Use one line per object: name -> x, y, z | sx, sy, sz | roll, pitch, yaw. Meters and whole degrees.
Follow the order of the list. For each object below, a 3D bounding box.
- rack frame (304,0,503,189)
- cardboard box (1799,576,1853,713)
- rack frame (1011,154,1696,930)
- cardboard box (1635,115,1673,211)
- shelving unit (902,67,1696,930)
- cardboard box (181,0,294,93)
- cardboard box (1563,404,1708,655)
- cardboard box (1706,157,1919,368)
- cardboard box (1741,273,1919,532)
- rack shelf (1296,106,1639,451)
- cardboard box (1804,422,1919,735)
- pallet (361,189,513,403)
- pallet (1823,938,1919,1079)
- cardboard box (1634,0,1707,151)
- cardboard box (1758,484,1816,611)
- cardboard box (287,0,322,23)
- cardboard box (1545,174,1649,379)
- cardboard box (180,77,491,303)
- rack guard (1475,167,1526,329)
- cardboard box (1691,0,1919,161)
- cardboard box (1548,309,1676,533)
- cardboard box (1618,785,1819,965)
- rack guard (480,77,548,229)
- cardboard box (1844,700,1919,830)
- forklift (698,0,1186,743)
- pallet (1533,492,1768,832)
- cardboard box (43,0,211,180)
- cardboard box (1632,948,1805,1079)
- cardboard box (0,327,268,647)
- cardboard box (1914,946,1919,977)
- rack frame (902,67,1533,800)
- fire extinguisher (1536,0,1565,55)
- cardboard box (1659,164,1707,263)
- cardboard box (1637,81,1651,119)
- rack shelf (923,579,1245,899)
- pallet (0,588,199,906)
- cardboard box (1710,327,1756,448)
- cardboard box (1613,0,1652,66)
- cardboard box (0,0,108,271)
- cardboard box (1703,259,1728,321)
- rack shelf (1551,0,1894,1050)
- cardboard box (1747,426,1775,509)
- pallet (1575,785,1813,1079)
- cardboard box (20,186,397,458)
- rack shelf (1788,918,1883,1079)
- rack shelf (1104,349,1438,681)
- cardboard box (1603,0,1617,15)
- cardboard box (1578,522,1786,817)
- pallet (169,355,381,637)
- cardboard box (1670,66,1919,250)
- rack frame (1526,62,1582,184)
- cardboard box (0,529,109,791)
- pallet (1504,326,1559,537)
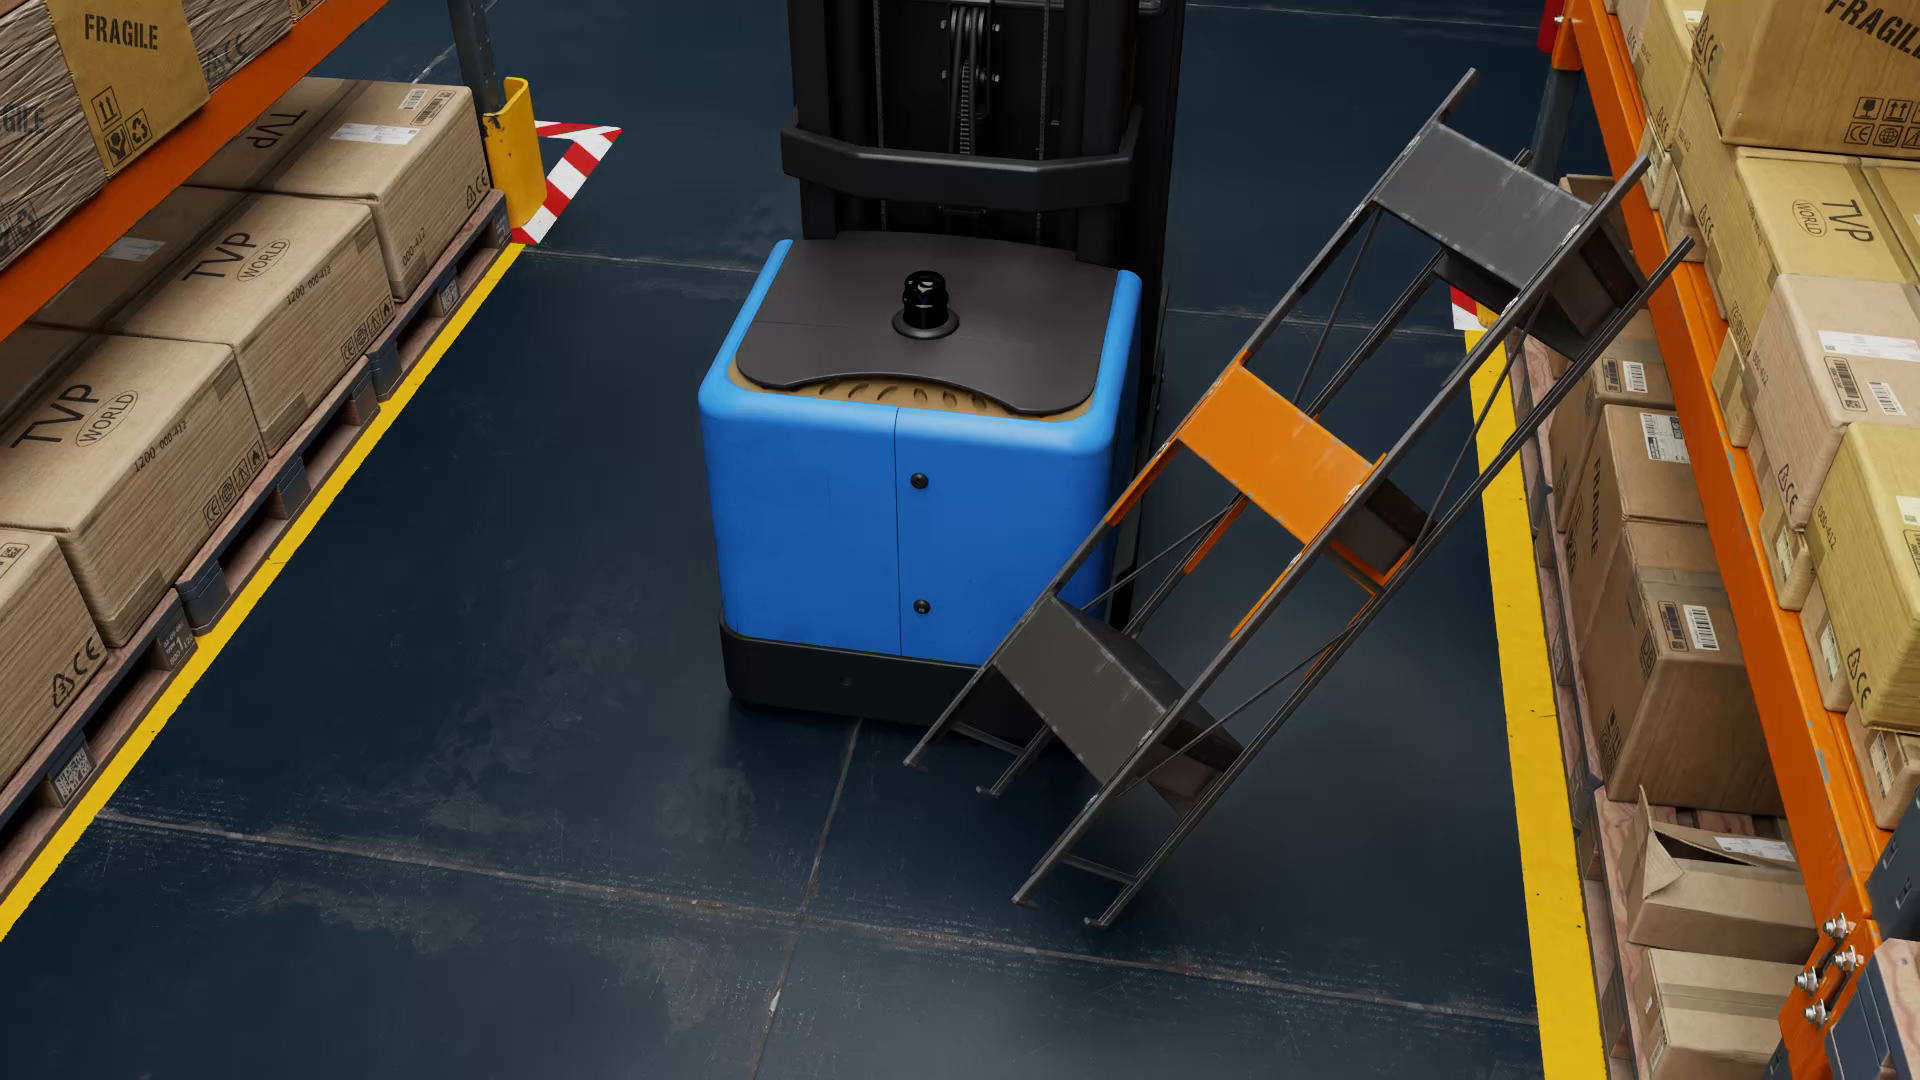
rack frame -> -2.335, -2.574, 6.009 | 1.000, 3.000, 0.127 | 6, 40, 8
cardboard box -> 1.692, 0.185, 2.870 | 0.380, 0.149, 0.250 | 7, 40, 9
rack frame -> 0.886, 0.074, 3.756 | 2.100, 0.400, 0.015 | -51, 49, 9
cardboard box -> 1.955, -0.953, 4.246 | 0.380, 0.149, 0.250 | 5, 40, 6
shelving unit -> 0.758, -0.060, 3.914 | 2.100, 0.431, 0.503 | -51, 49, 9
cardboard box -> -2.339, -1.643, 4.805 | 0.500, 0.500, 0.500 | 7, 40, 9
cardboard box -> 1.979, -0.001, 4.529 | 0.500, 0.500, 0.500 | 7, 40, 8
cardboard box -> 1.881, -0.549, 3.445 | 0.500, 0.250, 0.500 | 6, 40, 7
cardboard box -> 1.782, -0.238, 3.068 | 0.500, 0.250, 0.500 | 7, 40, 8
rack shelf -> 1.182, -0.589, 3.810 | 0.518, 0.431, 0.480 | -51, 49, 9
cardboard box -> 1.710, 0.078, 2.686 | 0.500, 0.250, 0.500 | 7, 40, 9
pallet -> -2.397, -0.989, 6.280 | 1.003, 0.211, 1.213 | 6, 40, 8
pallet -> 1.616, 1.045, 1.783 | 1.003, 0.211, 1.213 | 6, 40, 8
cardboard box -> 2.039, -1.196, 4.226 | 0.500, 0.250, 0.500 | 6, 40, 7
cardboard box -> 1.713, 0.019, 3.070 | 0.380, 0.149, 0.250 | 7, 40, 9
cardboard box -> -2.260, -1.967, 5.197 | 0.500, 0.500, 0.500 | 6, 40, 7
cardboard box -> 2.355, -0.855, 5.560 | 0.797, 0.503, 0.637 | 5, 40, 6
cardboard box -> -2.351, -1.323, 6.177 | 0.875, 0.438, 0.875 | 5, 40, 6
rack guard -> 2.541, -1.018, 6.089 | 1.175, 0.500, 0.348 | 6, 40, 8
cardboard box -> 1.951, -1.178, 3.617 | 0.500, 0.500, 0.500 | 7, 40, 9
cardboard box -> 2.169, -0.322, 4.917 | 0.700, 0.500, 0.500 | 8, 40, 9
cardboard box -> 1.731, 0.767, 3.784 | 0.396, 0.266, 0.258 | 8, 40, 9
rack guard -> -2.331, -1.626, 6.824 | 1.175, 0.500, 0.348 | 6, 40, 8
cardboard box -> 1.668, 0.350, 2.669 | 0.380, 0.149, 0.250 | 7, 40, 8
forklift -> 0.112, -1.525, 4.794 | 1.130, 2.935, 3.031 | 7, 40, 8
pallet -> 2.191, 0.357, 4.652 | 1.003, 0.211, 1.213 | 6, 40, 8
cardboard box -> -2.416, -1.318, 4.411 | 0.500, 0.500, 0.500 | 8, 40, 9
cardboard box -> 1.669, 1.036, 3.550 | 0.380, 0.149, 0.250 | 5, 40, 6
cardboard box -> -2.659, -0.182, 4.797 | 0.875, 0.438, 0.875 | 5, 40, 6
cardboard box -> 1.558, 0.560, 1.811 | 0.700, 0.500, 0.500 | 7, 40, 9
rack frame -> 0.629, -0.194, 4.072 | 2.100, 0.400, 0.015 | -51, 49, 9
fire extinguisher -> 2.124, -1.999, 5.667 | 0.296, 0.674, 0.183 | 6, 40, 8
cardboard box -> 1.930, -0.785, 4.043 | 0.380, 0.149, 0.250 | 7, 40, 9
cardboard box -> 2.113, -1.271, 4.630 | 0.380, 0.149, 0.250 | 8, 40, 9
rack shelf -> 0.316, 0.490, 4.022 | 0.518, 0.431, 0.480 | -51, 49, 9
pallet -> -2.819, 0.543, 4.428 | 1.003, 0.211, 1.213 | 6, 40, 8
cardboard box -> 1.802, -0.306, 3.464 | 0.380, 0.149, 0.250 | 6, 40, 7
cardboard box -> 2.123, -1.514, 4.612 | 0.500, 0.250, 0.500 | 7, 40, 8
cardboard box -> -2.505, -0.994, 4.020 | 0.500, 0.500, 0.500 | 7, 40, 8
cardboard box -> 1.953, -0.616, 3.838 | 0.380, 0.149, 0.250 | 6, 40, 8
rack shelf -> 2.208, -0.496, 4.061 | 1.077, 0.370, 4.000 | 6, 40, 8
cardboard box -> 1.785, -0.143, 3.266 | 0.380, 0.149, 0.250 | 7, 40, 9
pallet -> 1.982, 1.125, 3.723 | 1.003, 0.211, 1.213 | 6, 40, 8
cardboard box -> -2.501, -0.748, 5.481 | 0.875, 0.438, 0.875 | 7, 40, 9
rack shelf -> 1.516, 2.014, 1.025 | 1.077, 0.370, 4.000 | 6, 40, 8
rack shelf -> 0.749, -0.049, 3.916 | 0.518, 0.431, 0.480 | -51, 49, 9
cardboard box -> 2.227, -1.756, 5.217 | 0.380, 0.149, 0.250 | 6, 40, 7
cardboard box -> 1.989, 0.330, 4.129 | 0.700, 0.500, 0.500 | 5, 40, 6
pallet -> -2.610, -0.225, 5.357 | 1.003, 0.211, 1.213 | 6, 40, 8
cardboard box -> 1.971, -0.872, 3.835 | 0.500, 0.250, 0.500 | 5, 40, 7
rack frame -> 2.554, -2.029, 5.350 | 1.000, 3.000, 0.127 | 6, 40, 8
cardboard box -> -2.813, 0.380, 4.118 | 0.875, 0.438, 0.875 | 6, 40, 7
pallet -> 2.404, -0.406, 5.576 | 1.003, 0.211, 1.213 | 6, 40, 8
